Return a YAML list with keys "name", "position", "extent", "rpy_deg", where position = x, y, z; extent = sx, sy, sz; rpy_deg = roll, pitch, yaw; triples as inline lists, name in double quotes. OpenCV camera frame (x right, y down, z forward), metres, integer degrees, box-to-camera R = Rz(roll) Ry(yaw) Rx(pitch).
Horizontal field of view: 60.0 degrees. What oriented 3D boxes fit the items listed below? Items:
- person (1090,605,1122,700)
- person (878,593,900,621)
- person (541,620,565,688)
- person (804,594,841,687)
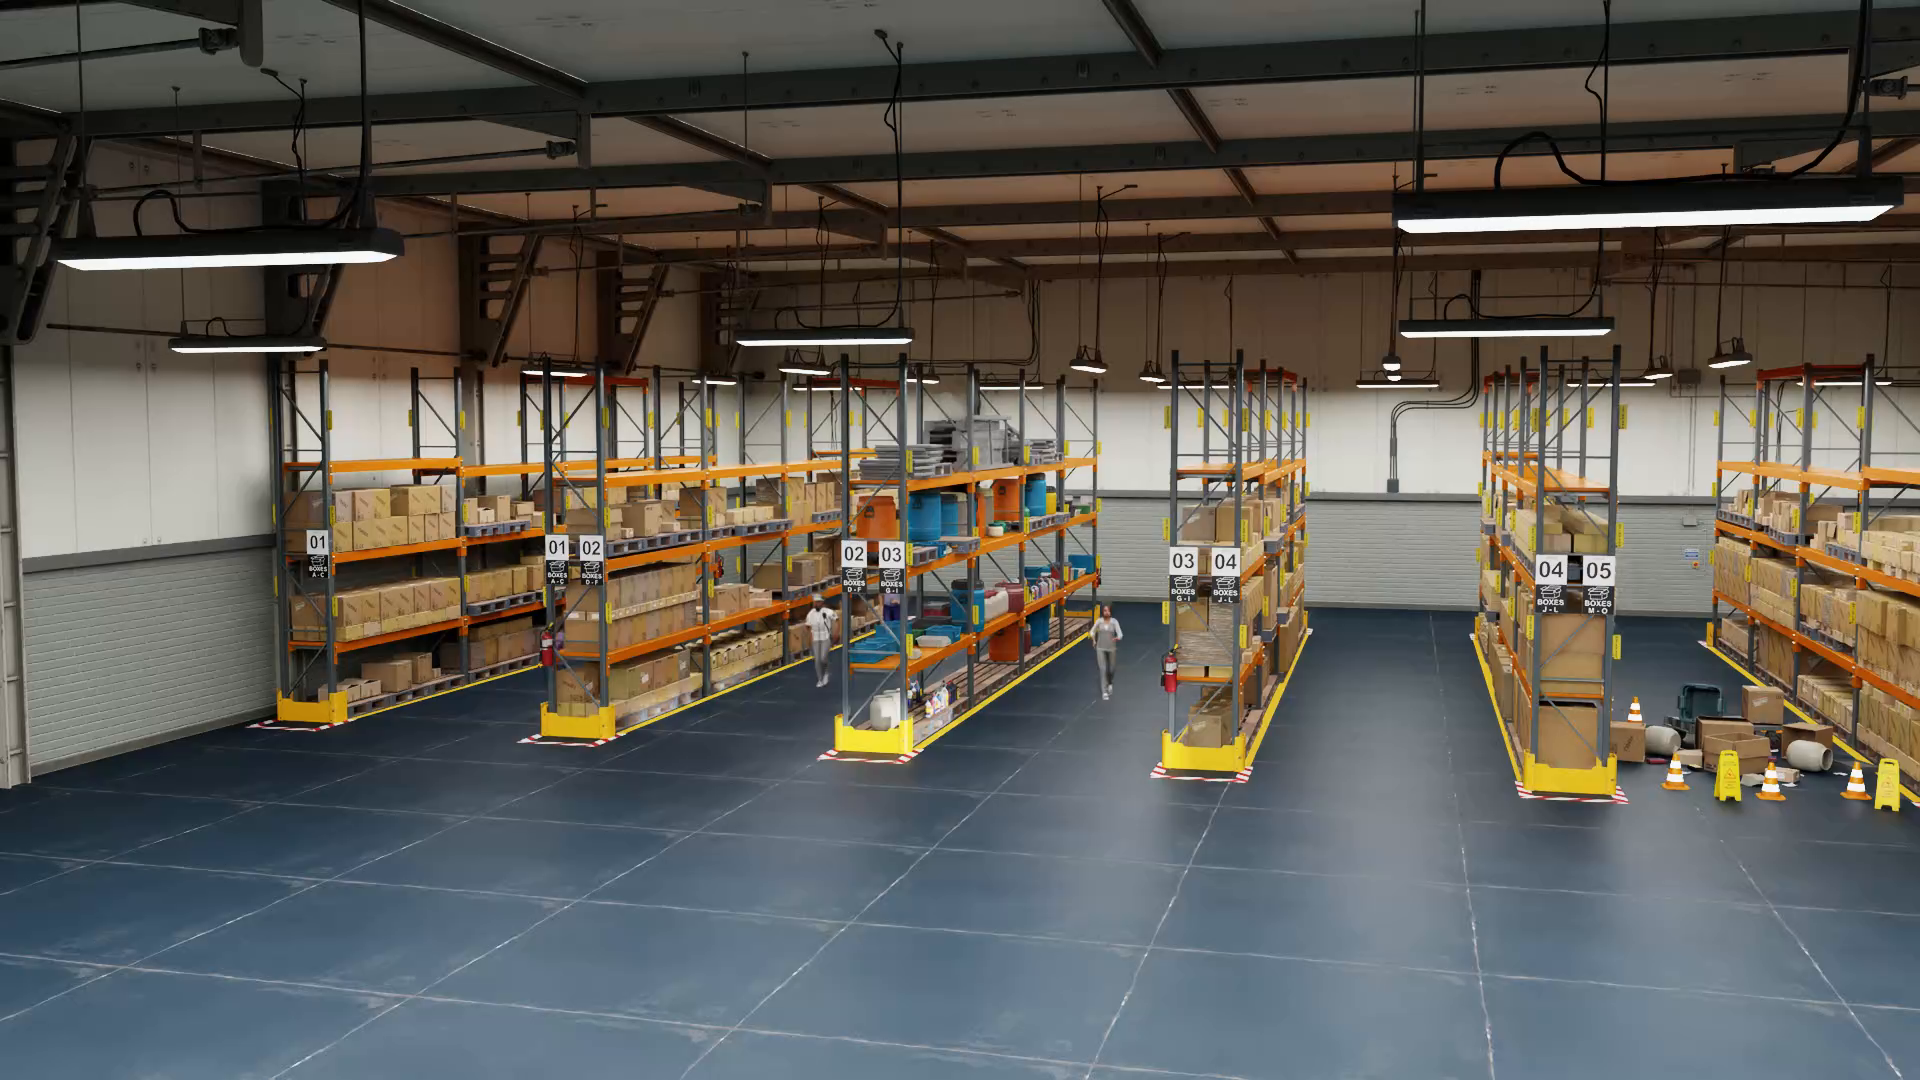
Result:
- name: "person"
  position: [2.484, 1.888, 28.268]
  extent: [0.548, 1.578, 0.726]
  rpy_deg: [0, 4, 3]
- name: "person"
  position: [-1.386, 1.500, 33.851]
  extent: [0.588, 1.681, 0.633]
  rpy_deg: [0, 4, 1]
- name: "person"
  position: [-7.040, 2.151, 28.806]
  extent: [0.515, 1.556, 0.629]
  rpy_deg: [0, 4, 3]
- name: "person"
  position: [-2.440, 1.779, 29.306]
  extent: [0.600, 1.679, 0.698]
  rpy_deg: [1, 4, 11]
